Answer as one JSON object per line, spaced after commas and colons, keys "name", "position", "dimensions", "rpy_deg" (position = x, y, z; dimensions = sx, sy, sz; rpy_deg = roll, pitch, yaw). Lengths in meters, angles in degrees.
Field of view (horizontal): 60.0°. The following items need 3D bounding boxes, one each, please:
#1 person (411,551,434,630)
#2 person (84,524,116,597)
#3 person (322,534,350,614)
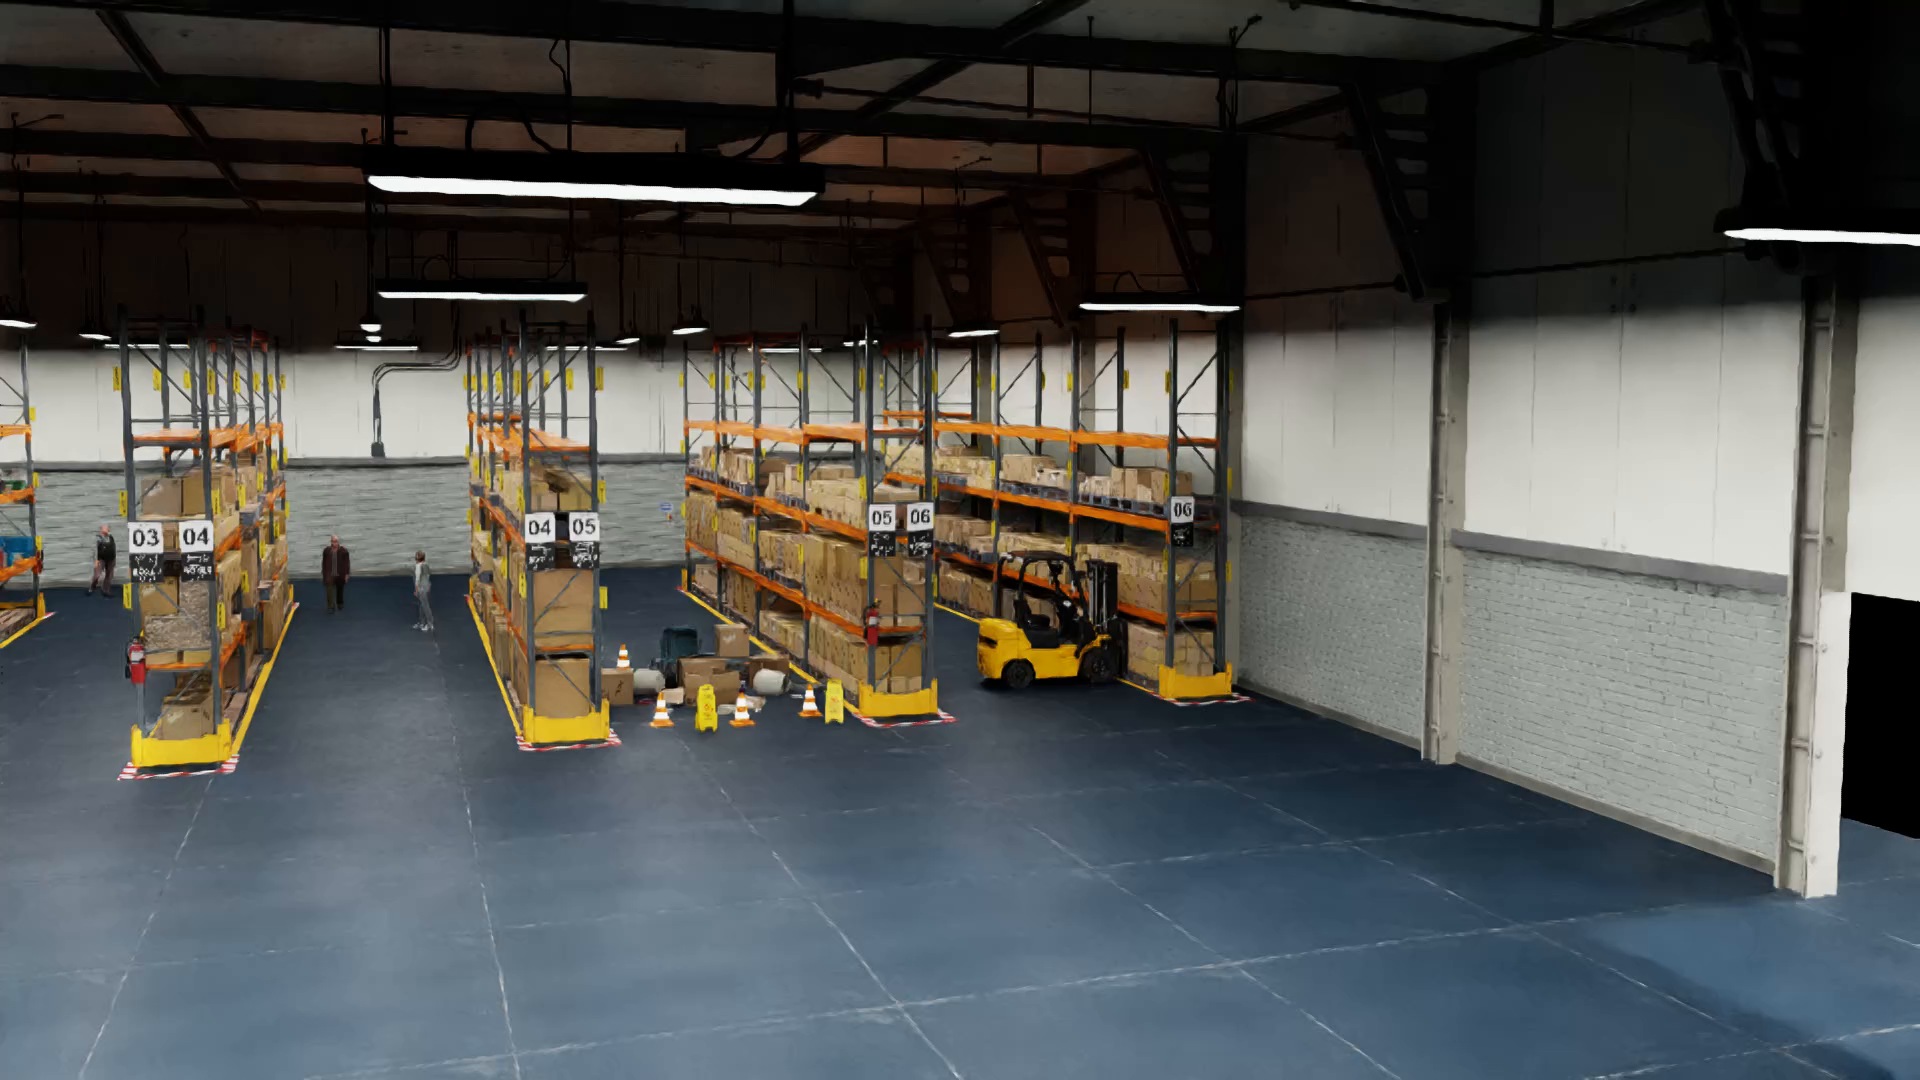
{"name": "person", "position": [-10.903, 1.004, 33.660], "dimensions": [0.542, 1.588, 0.539], "rpy_deg": [0, 5, 1]}
{"name": "person", "position": [-20.044, 0.477, 38.747], "dimensions": [0.520, 1.711, 0.715], "rpy_deg": [3, 6, 30]}
{"name": "person", "position": [-13.519, 0.721, 36.030], "dimensions": [0.588, 1.700, 1.193], "rpy_deg": [-2, 6, -21]}
